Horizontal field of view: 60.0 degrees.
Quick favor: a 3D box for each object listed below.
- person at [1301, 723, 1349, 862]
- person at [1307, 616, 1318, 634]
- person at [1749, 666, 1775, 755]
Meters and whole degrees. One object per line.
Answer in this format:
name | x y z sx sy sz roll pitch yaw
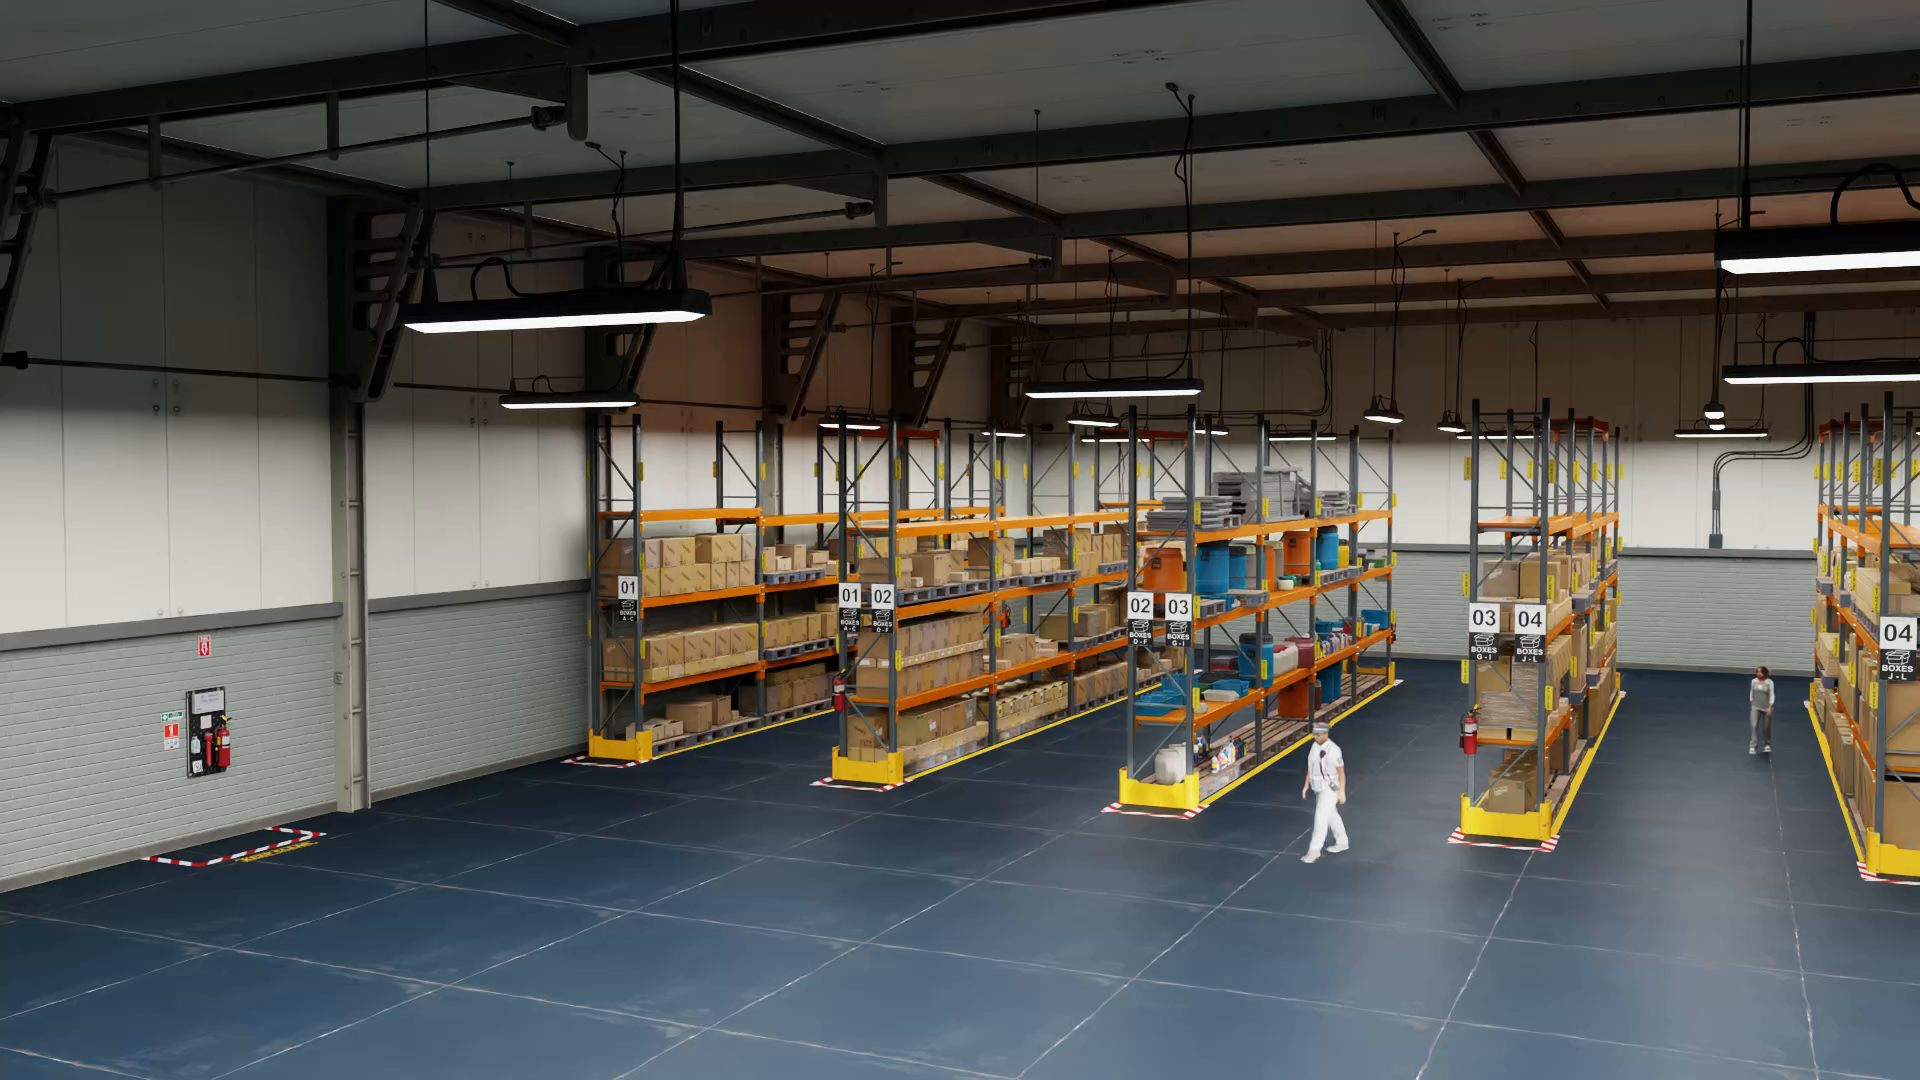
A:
person | 4.715 3.239 21.616 0.864 1.734 0.578 -1 2 -17
person | 8.345 2.576 39.165 0.530 1.608 0.920 -2 3 -40
person | 14.137 2.996 29.333 0.432 1.552 0.903 2 3 37
